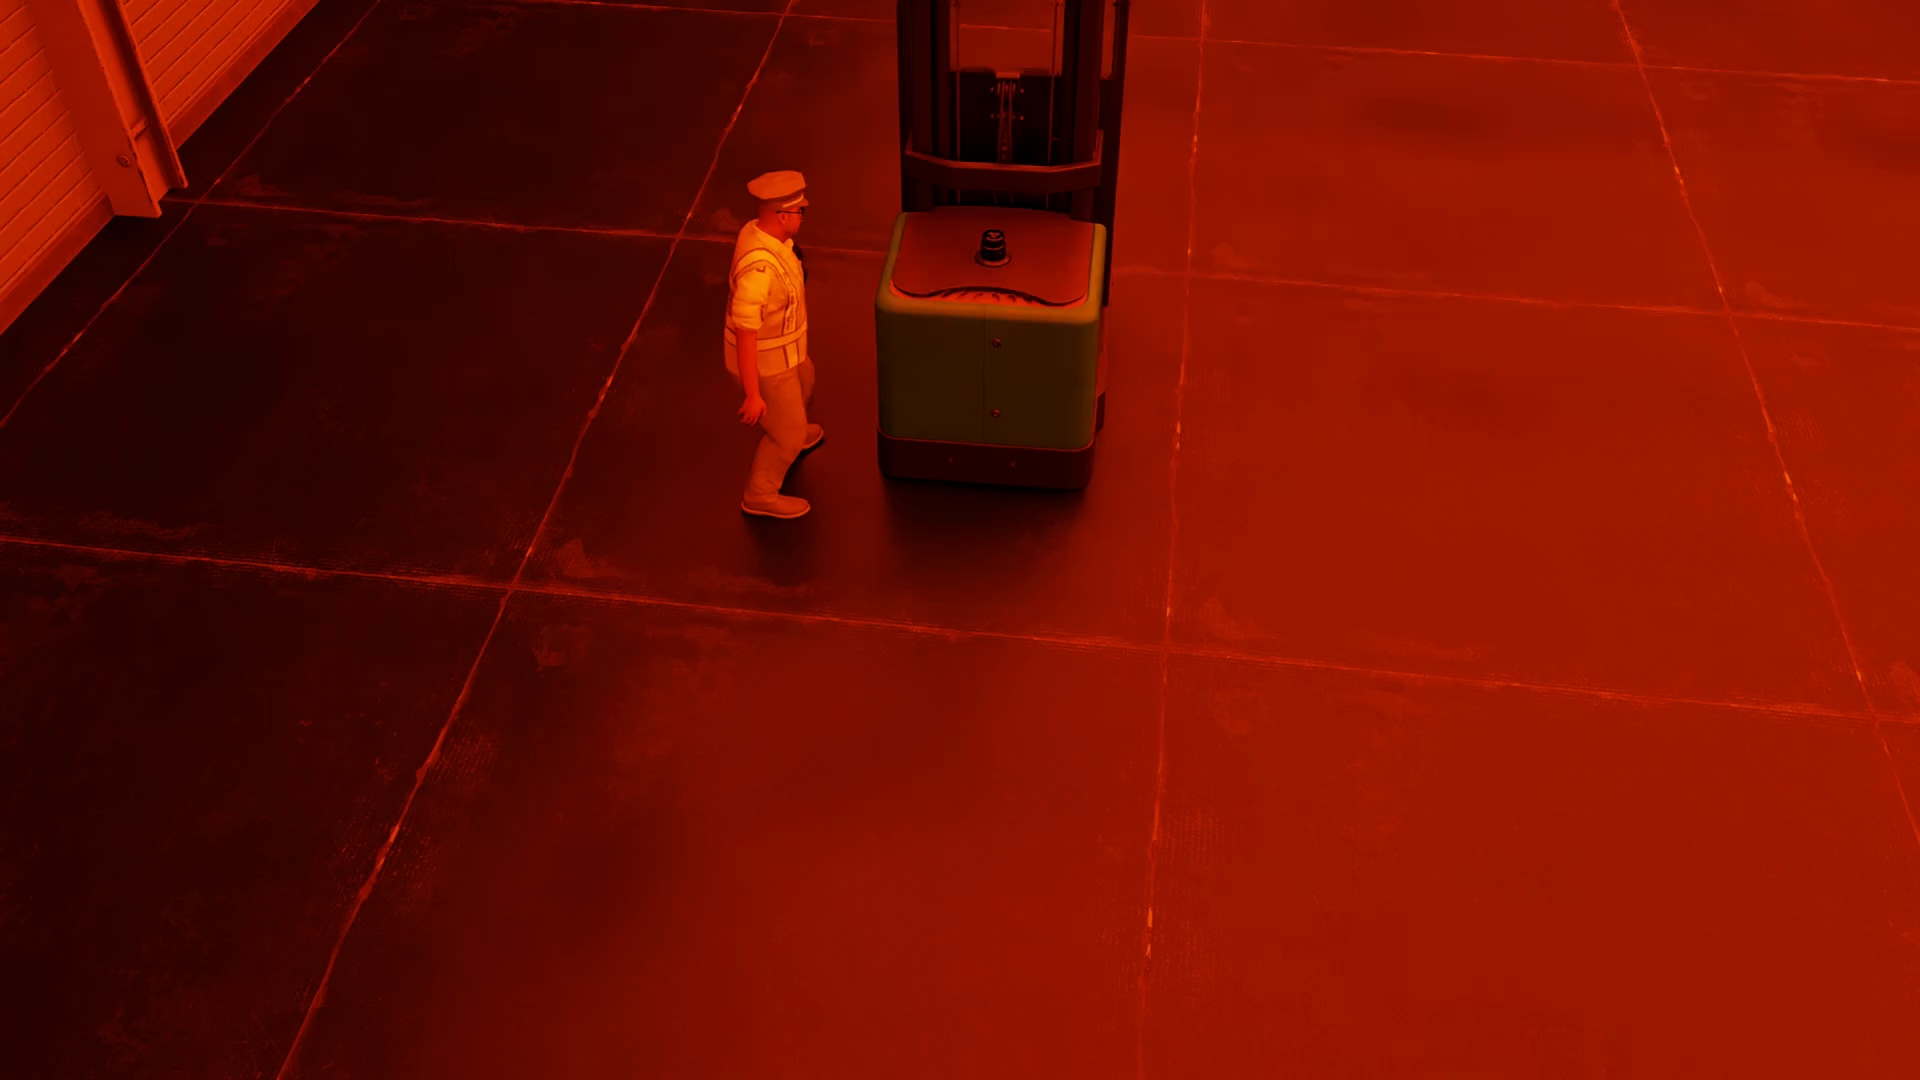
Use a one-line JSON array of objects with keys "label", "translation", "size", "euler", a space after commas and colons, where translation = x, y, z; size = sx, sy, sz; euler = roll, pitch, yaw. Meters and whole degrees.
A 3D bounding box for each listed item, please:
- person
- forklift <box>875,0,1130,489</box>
[{"label": "person", "translation": [-0.859, -0.882, 7.591], "size": [0.425, 1.722, 0.874], "euler": [-2, 43, -3]}, {"label": "forklift", "translation": [0.274, -2.321, 8.250], "size": [1.130, 2.935, 3.031], "euler": [4, 43, 5]}]
